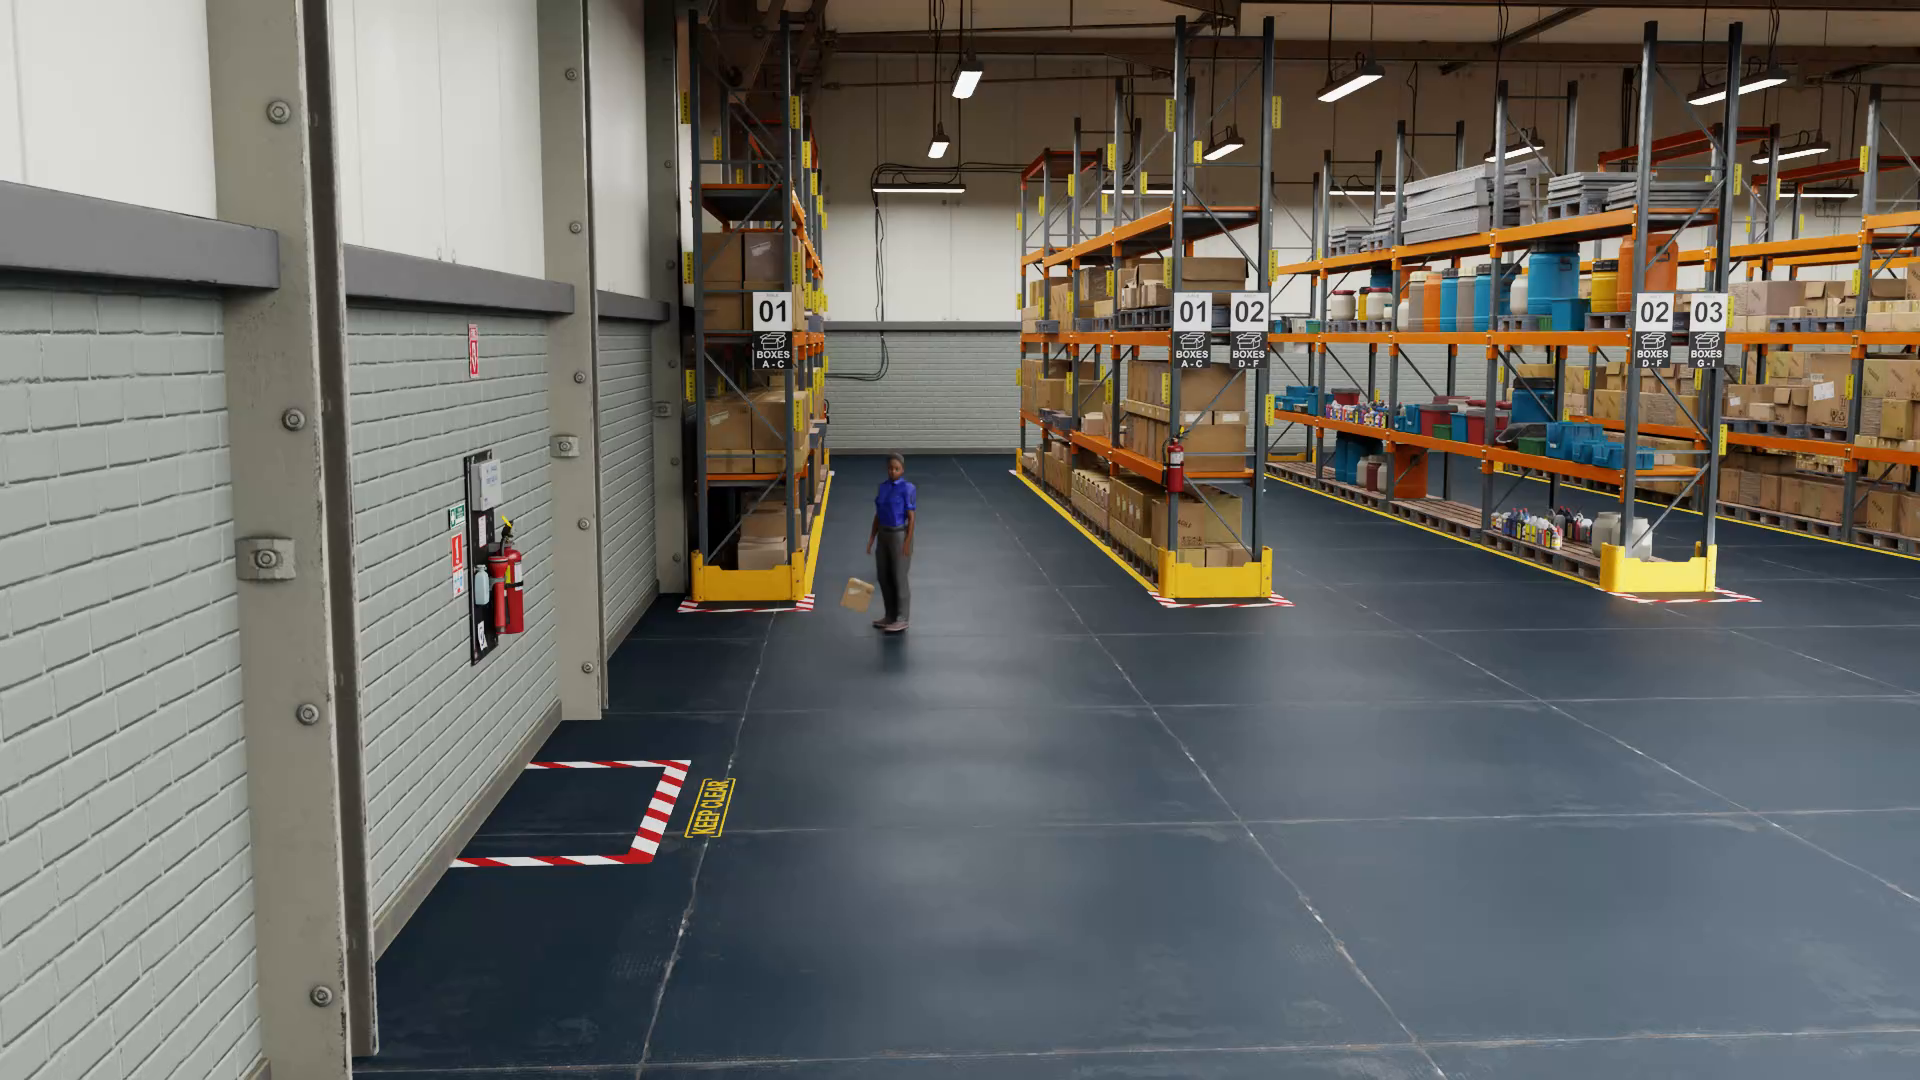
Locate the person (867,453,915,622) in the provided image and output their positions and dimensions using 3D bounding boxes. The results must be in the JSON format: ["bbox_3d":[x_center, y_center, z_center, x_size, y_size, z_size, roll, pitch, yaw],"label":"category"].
[{"bbox_3d":[-0.607,-0.016,15.477,0.391,1.589,0.481,-7,10,-43],"label":"person"}]
